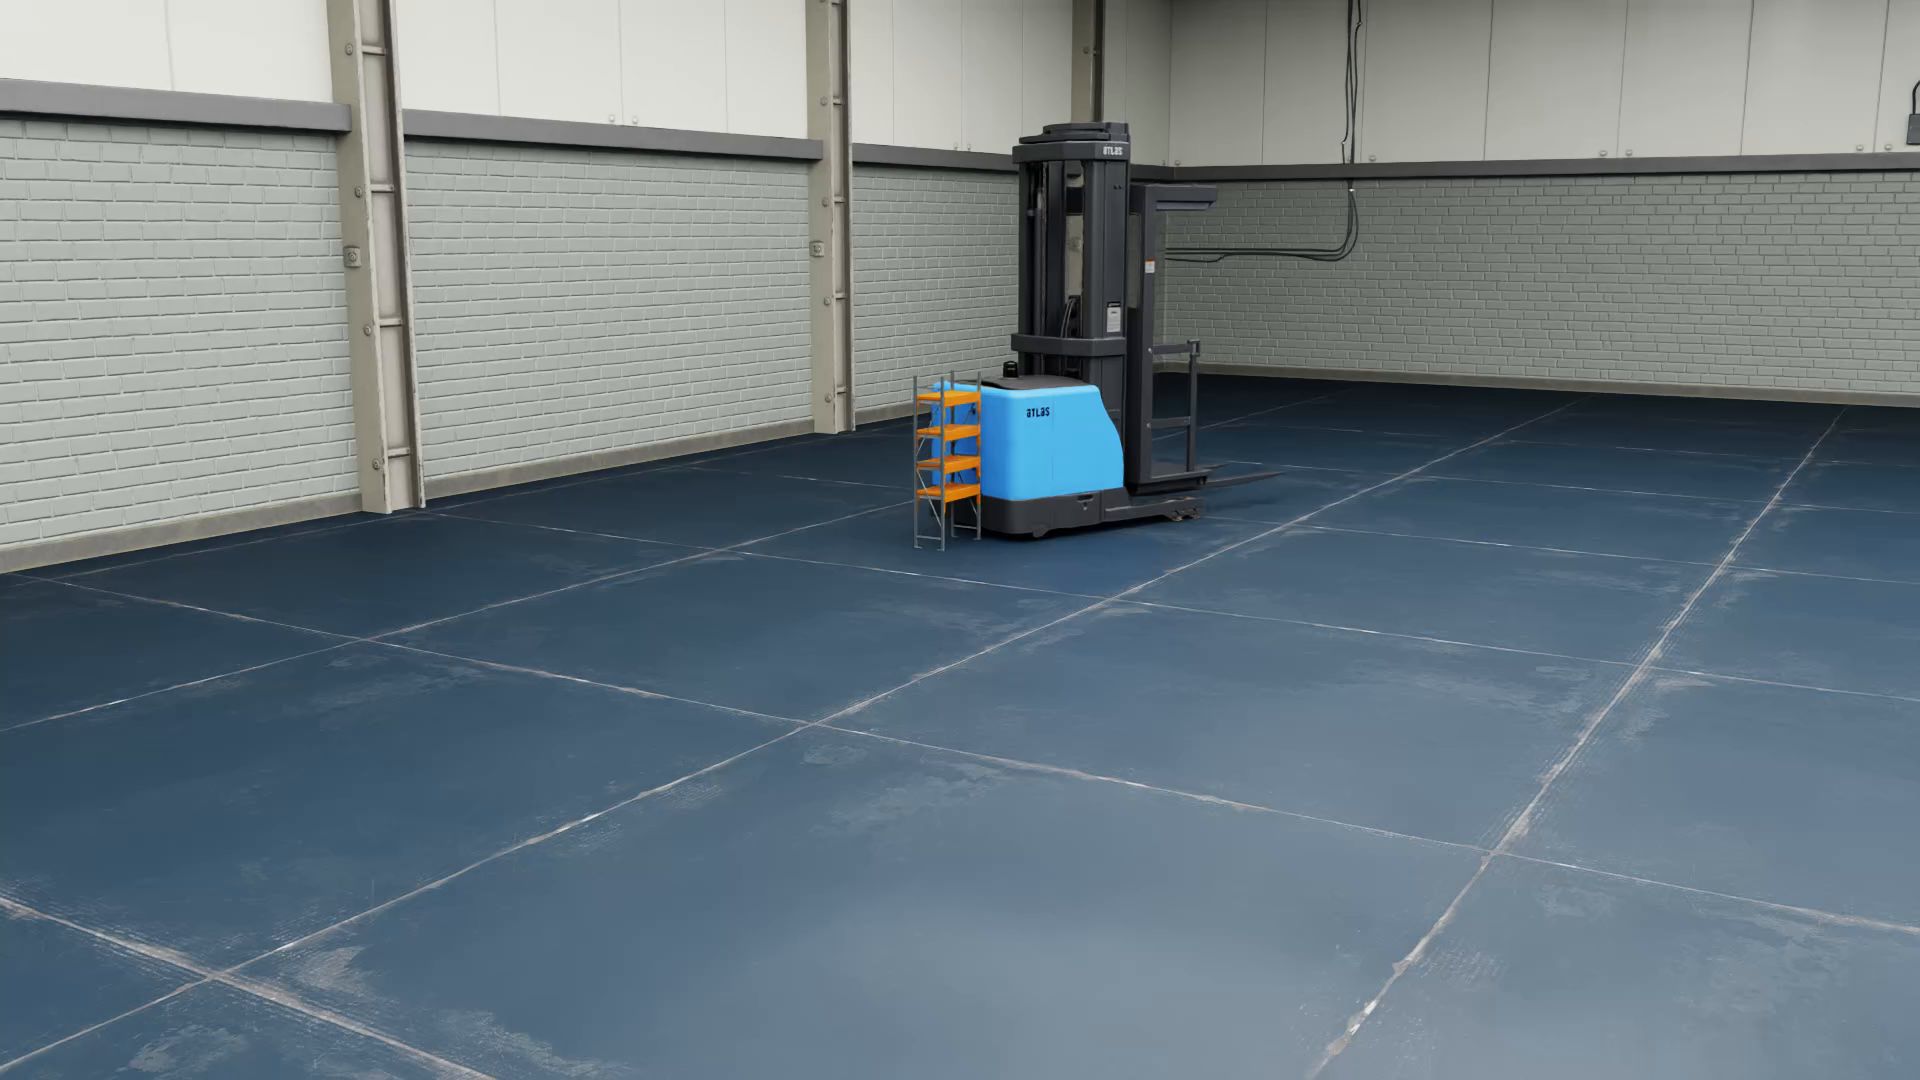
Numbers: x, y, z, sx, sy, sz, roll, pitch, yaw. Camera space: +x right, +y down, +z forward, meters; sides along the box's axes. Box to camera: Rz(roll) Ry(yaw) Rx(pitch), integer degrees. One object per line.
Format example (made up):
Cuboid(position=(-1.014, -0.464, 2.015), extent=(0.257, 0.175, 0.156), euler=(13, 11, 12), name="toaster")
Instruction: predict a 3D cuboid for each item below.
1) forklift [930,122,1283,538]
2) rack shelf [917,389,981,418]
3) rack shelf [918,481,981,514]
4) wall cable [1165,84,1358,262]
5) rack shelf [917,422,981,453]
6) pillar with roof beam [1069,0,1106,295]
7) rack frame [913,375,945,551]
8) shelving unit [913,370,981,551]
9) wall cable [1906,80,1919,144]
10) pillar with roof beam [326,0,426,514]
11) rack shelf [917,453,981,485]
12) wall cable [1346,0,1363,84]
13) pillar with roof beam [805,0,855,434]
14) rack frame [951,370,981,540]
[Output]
Cuboid(position=(1.248, -1.651, 12.721), extent=(3.031, 2.935, 1.130), euler=(-8, 13, -37), name="forklift")
Cuboid(position=(-0.086, -0.950, 11.547), extent=(0.258, 0.148, 0.480), euler=(6, 12, 31), name="rack shelf")
Cuboid(position=(-0.086, -0.302, 11.668), extent=(0.258, 0.148, 0.480), euler=(6, 12, 31), name="rack shelf")
Cuboid(position=(4.391, -5.371, 24.539), extent=(3.097, 2.526, 0.112), euler=(6, 12, 31), name="wall cable")
Cuboid(position=(-0.086, -0.717, 11.590), extent=(0.258, 0.148, 0.480), euler=(6, 12, 31), name="rack shelf")
Cuboid(position=(5.411, -6.149, 20.257), extent=(9.100, 9.000, 0.400), euler=(6, 12, 31), name="pillar with roof beam")
Cuboid(position=(-0.213, -0.525, 11.414), extent=(0.240, 1.200, 0.015), euler=(6, 12, 31), name="rack frame")
Cuboid(position=(-0.086, -0.564, 11.619), extent=(0.258, 1.200, 0.503), euler=(6, 12, 31), name="shelving unit")
Cuboid(position=(12.497, -7.659, 19.083), extent=(2.305, 6.003, 0.169), euler=(6, 12, 31), name="wall cable")
Cuboid(position=(-0.819, -4.261, 10.176), extent=(9.100, 9.000, 0.400), euler=(6, 12, 31), name="pillar with roof beam")
Cuboid(position=(-0.086, -0.498, 11.632), extent=(0.258, 0.148, 0.480), euler=(6, 12, 31), name="rack shelf")
Cuboid(position=(6.703, -7.595, 22.694), extent=(3.097, 2.526, 0.112), euler=(6, 12, 31), name="wall cable")
Cuboid(position=(2.296, -5.205, 15.216), extent=(9.100, 9.000, 0.400), euler=(6, 12, 31), name="pillar with roof beam")
Cuboid(position=(0.041, -0.602, 11.824), extent=(0.240, 1.200, 0.015), euler=(6, 12, 31), name="rack frame")
